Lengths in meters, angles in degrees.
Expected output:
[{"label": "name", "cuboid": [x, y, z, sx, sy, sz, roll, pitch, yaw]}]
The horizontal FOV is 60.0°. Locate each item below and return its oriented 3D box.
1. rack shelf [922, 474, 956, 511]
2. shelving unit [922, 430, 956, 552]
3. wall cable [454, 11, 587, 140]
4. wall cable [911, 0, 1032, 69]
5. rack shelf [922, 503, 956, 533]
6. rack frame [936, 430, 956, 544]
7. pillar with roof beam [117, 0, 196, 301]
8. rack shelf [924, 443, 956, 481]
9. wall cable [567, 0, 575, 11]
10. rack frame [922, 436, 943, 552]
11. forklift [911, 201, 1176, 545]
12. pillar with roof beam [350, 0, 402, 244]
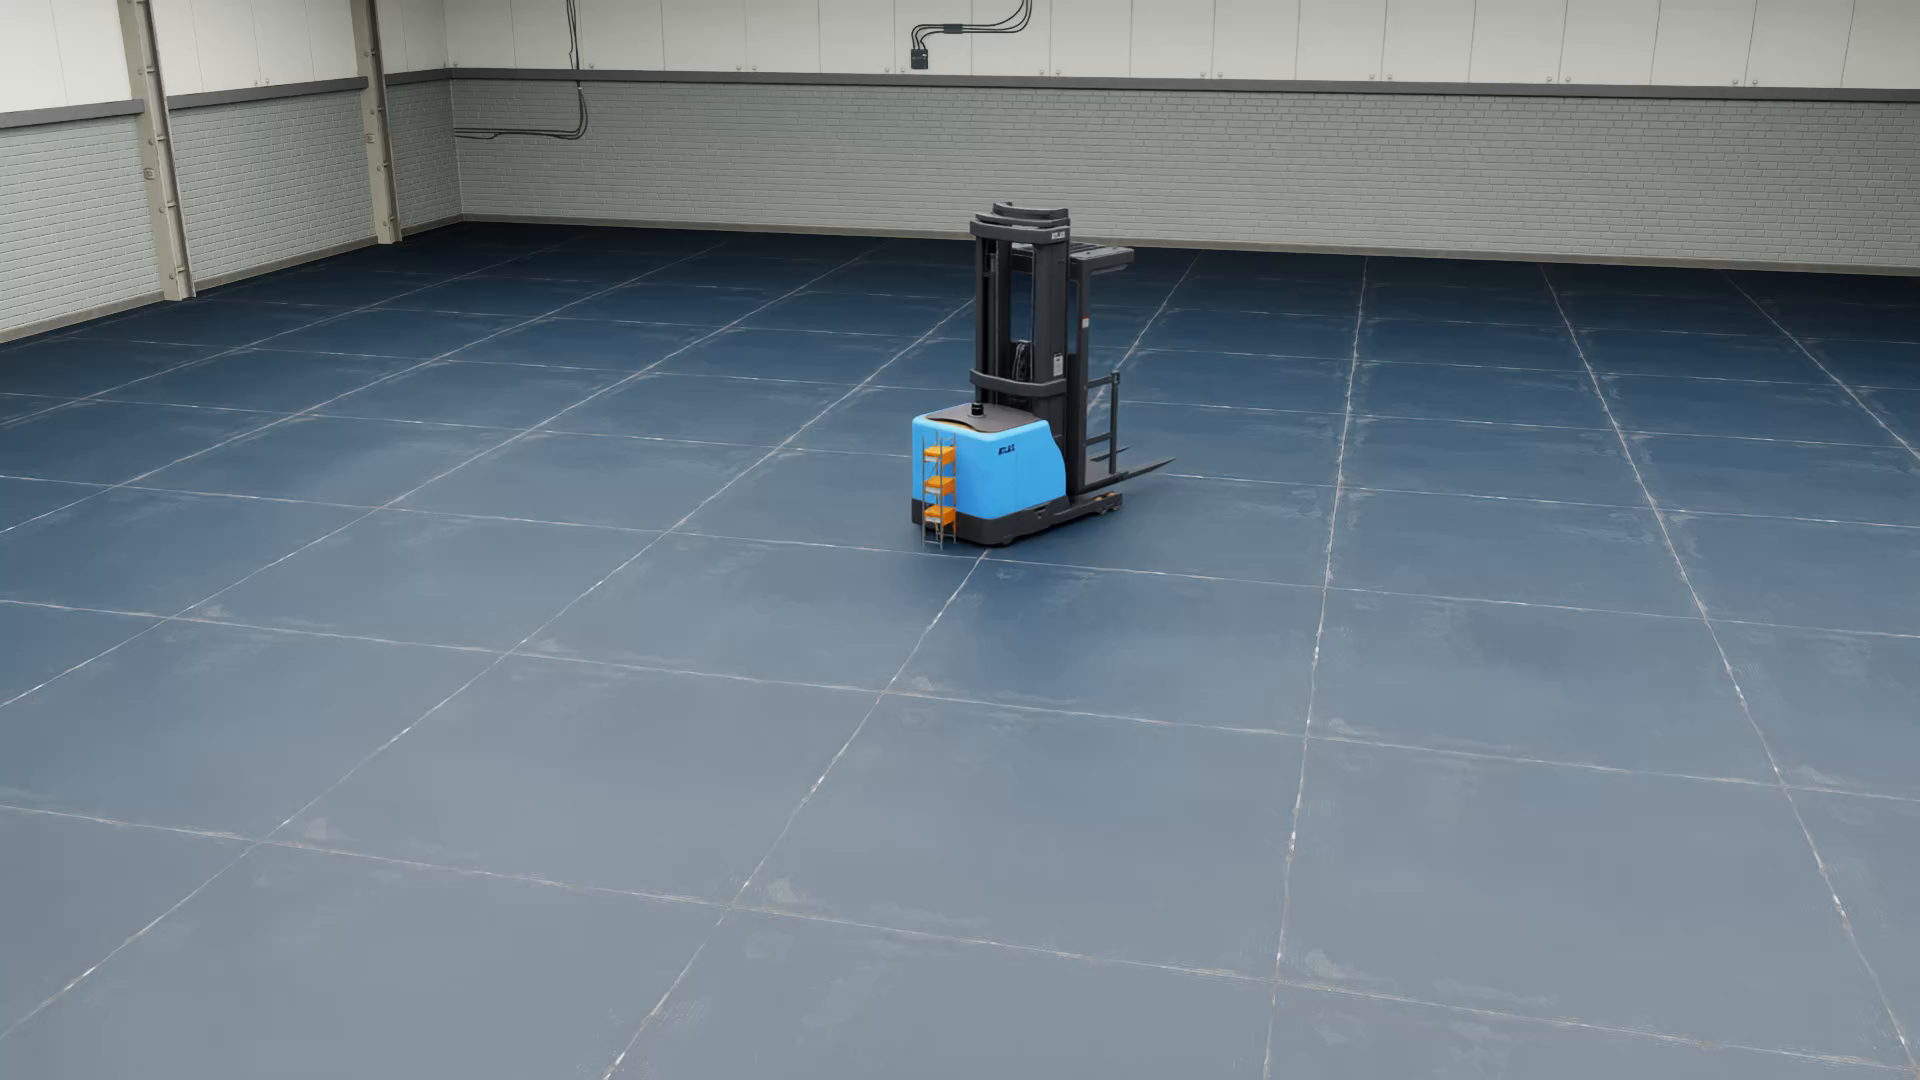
[{"label": "rack shelf", "cuboid": [-0.186, -0.430, 14.918, 0.215, 0.259, 0.240, 10, 21, 27]}, {"label": "shelving unit", "cuboid": [-0.186, -0.440, 14.915, 0.215, 1.050, 0.252, 10, 21, 27]}, {"label": "wall cable", "cuboid": [-9.001, -9.355, 33.522, 3.097, 2.526, 0.112, 5, 19, 13]}, {"label": "wall cable", "cuboid": [0.201, -11.680, 30.261, 2.305, 6.003, 0.169, 5, 19, 13]}, {"label": "rack shelf", "cuboid": [-0.186, -0.167, 15.008, 0.215, 0.259, 0.240, 10, 21, 27]}, {"label": "rack frame", "cuboid": [-0.127, -0.475, 15.016, 0.200, 1.050, 0.008, 10, 21, 27]}, {"label": "pillar with roof beam", "cuboid": [-8.294, -7.785, 24.121, 9.100, 9.000, 0.400, 5, 19, 13]}, {"label": "rack shelf", "cuboid": [-0.186, -0.699, 14.827, 0.215, 0.259, 0.240, 10, 21, 27]}, {"label": "wall cable", "cuboid": [-6.377, -11.532, 32.080, 3.097, 2.526, 0.112, 5, 19, 13]}, {"label": "rack frame", "cuboid": [-0.245, -0.406, 14.814, 0.200, 1.050, 0.008, 10, 21, 27]}, {"label": "forklift", "cuboid": [0.925, -1.733, 15.789, 1.130, 2.935, 3.031, 17, 25, 41]}, {"label": "pillar with roof beam", "cuboid": [-6.828, -9.666, 29.627, 9.100, 9.000, 0.400, 5, 19, 13]}]
